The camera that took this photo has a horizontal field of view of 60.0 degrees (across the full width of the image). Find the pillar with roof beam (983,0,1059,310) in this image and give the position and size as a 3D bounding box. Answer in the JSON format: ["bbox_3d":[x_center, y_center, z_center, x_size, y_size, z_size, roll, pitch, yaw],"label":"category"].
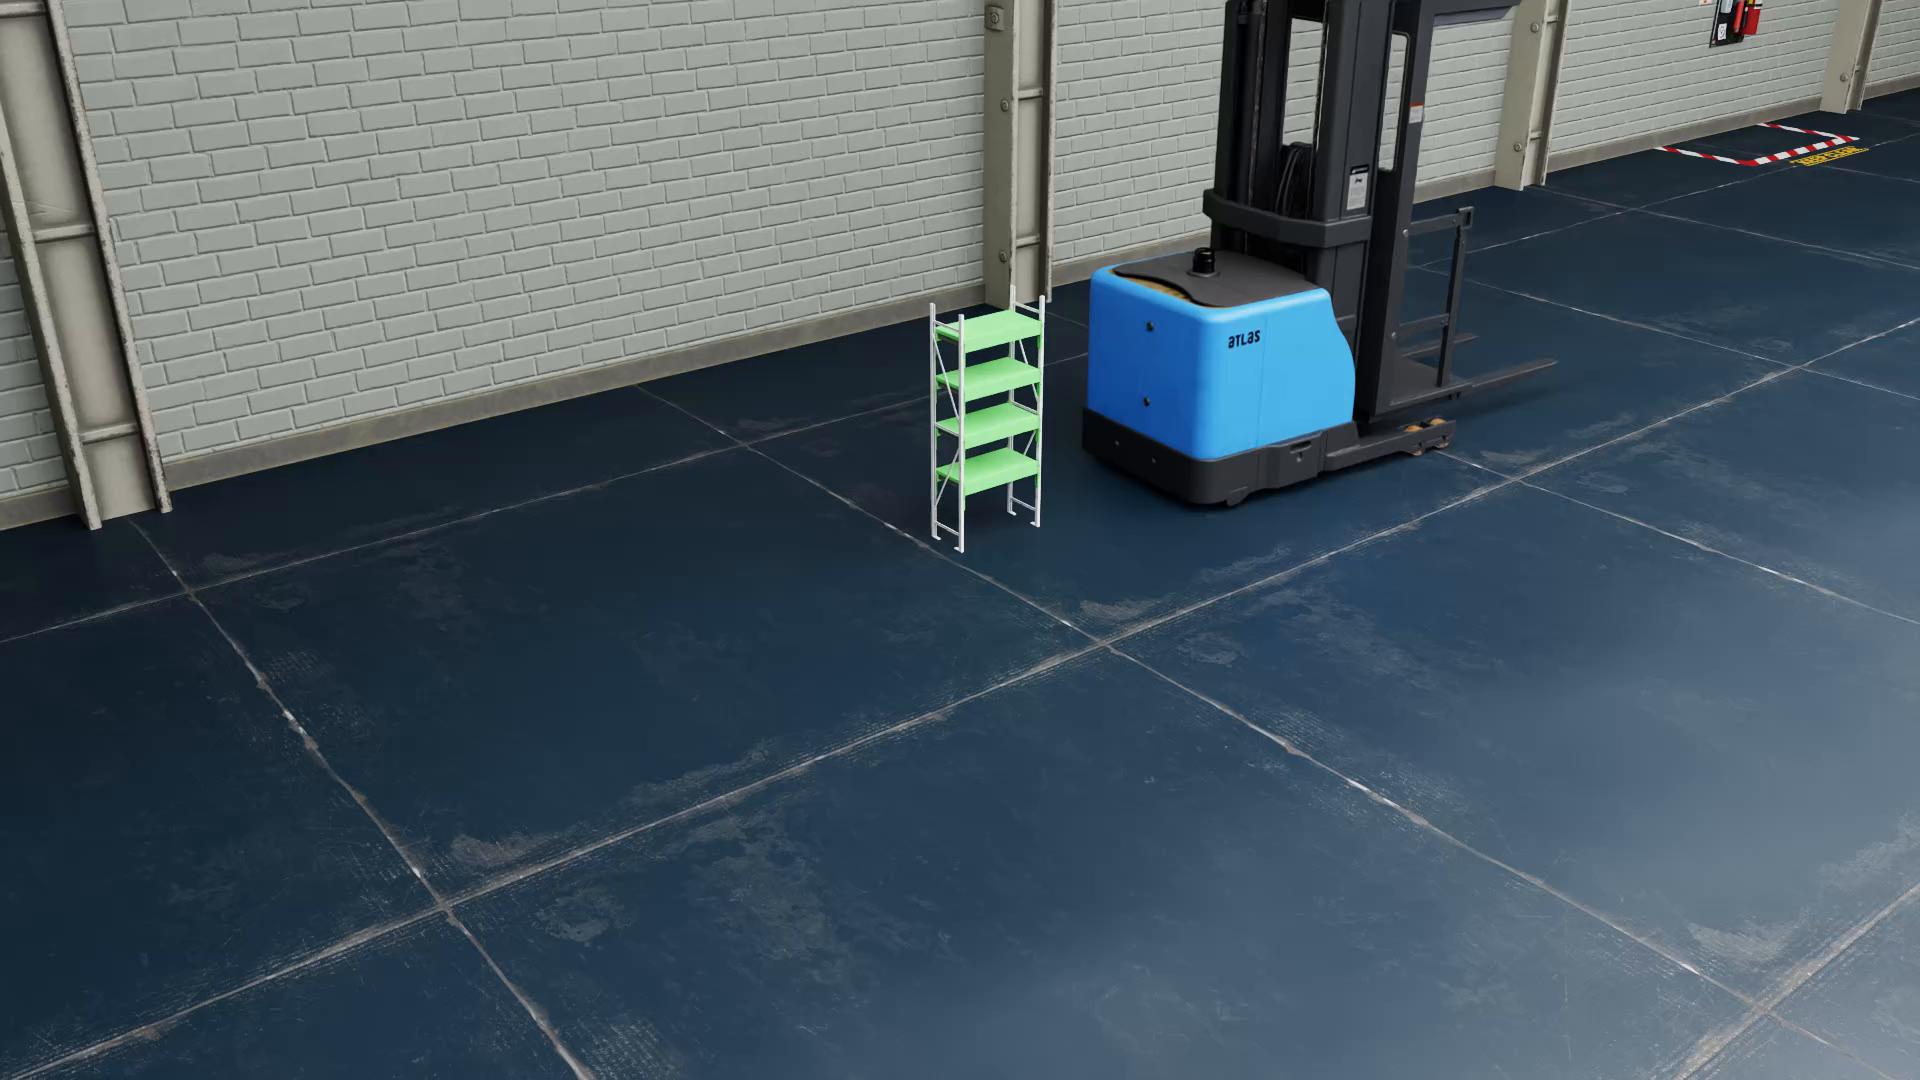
[{"bbox_3d":[3.067,-4.366,6.967,0.400,9.000,9.100,-18,31,-34],"label":"pillar with roof beam"}]

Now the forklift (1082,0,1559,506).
[{"bbox_3d":[2.182,-1.967,9.006,3.031,2.935,1.130,-16,29,-30],"label":"forklift"}]

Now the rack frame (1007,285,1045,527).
[{"bbox_3d":[0.322,-0.651,8.227,0.015,1.200,0.240,-18,31,-34],"label":"rack frame"}]

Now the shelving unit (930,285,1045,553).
[{"bbox_3d":[0.130,-0.587,8.090,0.503,1.200,0.258,-18,31,-34],"label":"shelving unit"}]

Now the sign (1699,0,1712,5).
[{"bbox_3d":[7.386,-5.465,16.420,0.234,0.329,0.001,-18,31,-34],"label":"sign"}]

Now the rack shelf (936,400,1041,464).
[{"bbox_3d":[0.130,-0.529,8.117,0.480,0.148,0.258,-18,31,-34],"label":"rack shelf"}]

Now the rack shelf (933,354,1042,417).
[{"bbox_3d":[0.130,-0.747,8.016,0.480,0.148,0.258,-18,31,-34],"label":"rack shelf"}]

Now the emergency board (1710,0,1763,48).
[{"bbox_3d":[7.885,-5.558,16.663,0.643,1.169,0.194,-18,31,-34],"label":"emergency board"}]

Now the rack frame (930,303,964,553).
[{"bbox_3d":[-0.062,-0.524,7.953,0.015,1.200,0.240,-18,31,-34],"label":"rack frame"}]

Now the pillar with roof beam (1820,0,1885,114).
[{"bbox_3d":[12.510,-7.483,13.683,0.400,9.000,9.100,-18,31,-34],"label":"pillar with roof beam"}]

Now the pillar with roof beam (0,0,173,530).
[{"bbox_3d":[-1.655,-2.807,3.609,0.400,9.000,9.100,-18,31,-34],"label":"pillar with roof beam"}]

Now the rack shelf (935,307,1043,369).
[{"bbox_3d":[0.130,-0.965,7.915,0.480,0.148,0.258,-18,31,-34],"label":"rack shelf"}]

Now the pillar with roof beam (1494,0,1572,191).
[{"bbox_3d":[7.788,-5.924,10.325,0.400,9.000,9.100,-18,31,-34],"label":"pillar with roof beam"}]

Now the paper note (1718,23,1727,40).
[{"bbox_3d":[7.703,-5.136,16.799,0.142,0.148,0.016,-18,31,-34],"label":"paper note"}]

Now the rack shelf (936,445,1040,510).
[{"bbox_3d":[0.130,-0.312,8.218,0.480,0.148,0.258,-18,31,-34],"label":"rack shelf"}]
